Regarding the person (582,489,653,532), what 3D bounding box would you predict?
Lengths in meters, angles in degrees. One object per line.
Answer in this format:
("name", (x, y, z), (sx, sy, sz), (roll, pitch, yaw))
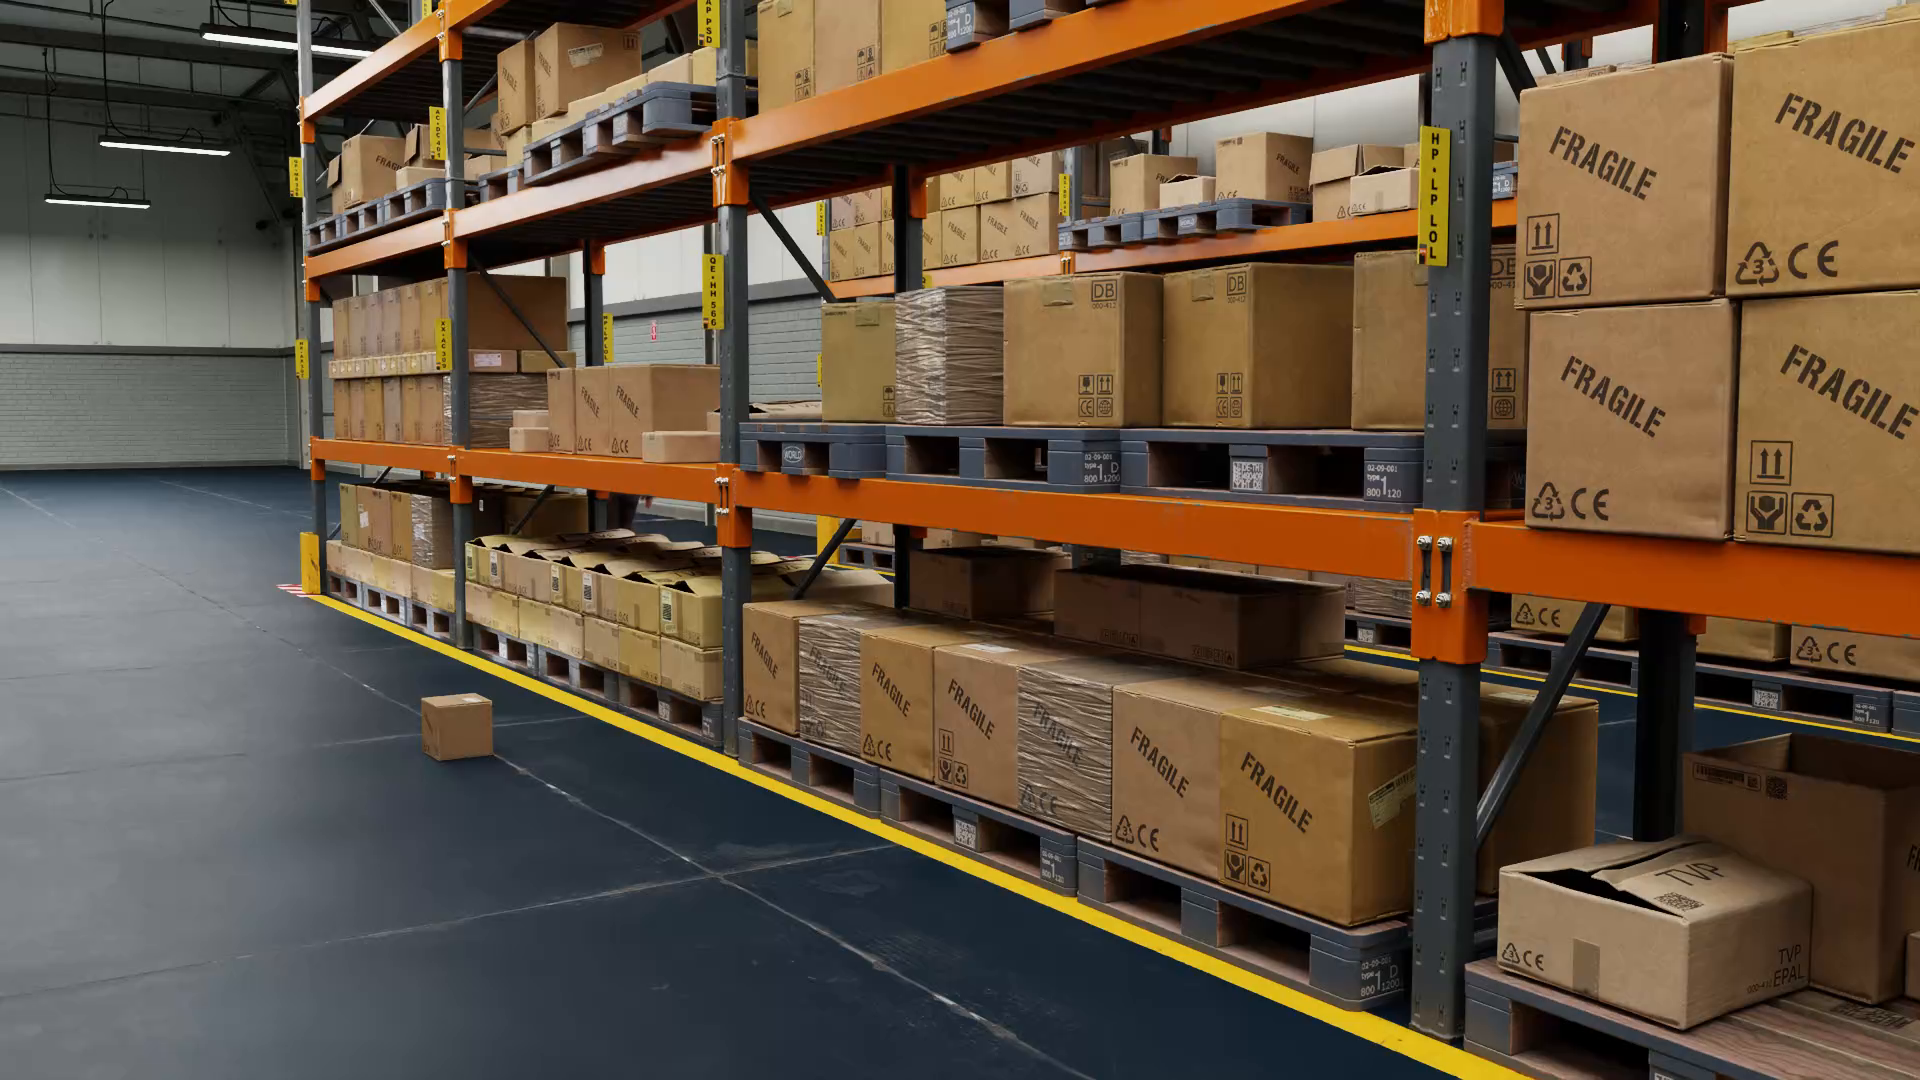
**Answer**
("person", (-2.919, -0.403, 14.027), (0.567, 1.766, 0.515), (-3, 5, -33))
